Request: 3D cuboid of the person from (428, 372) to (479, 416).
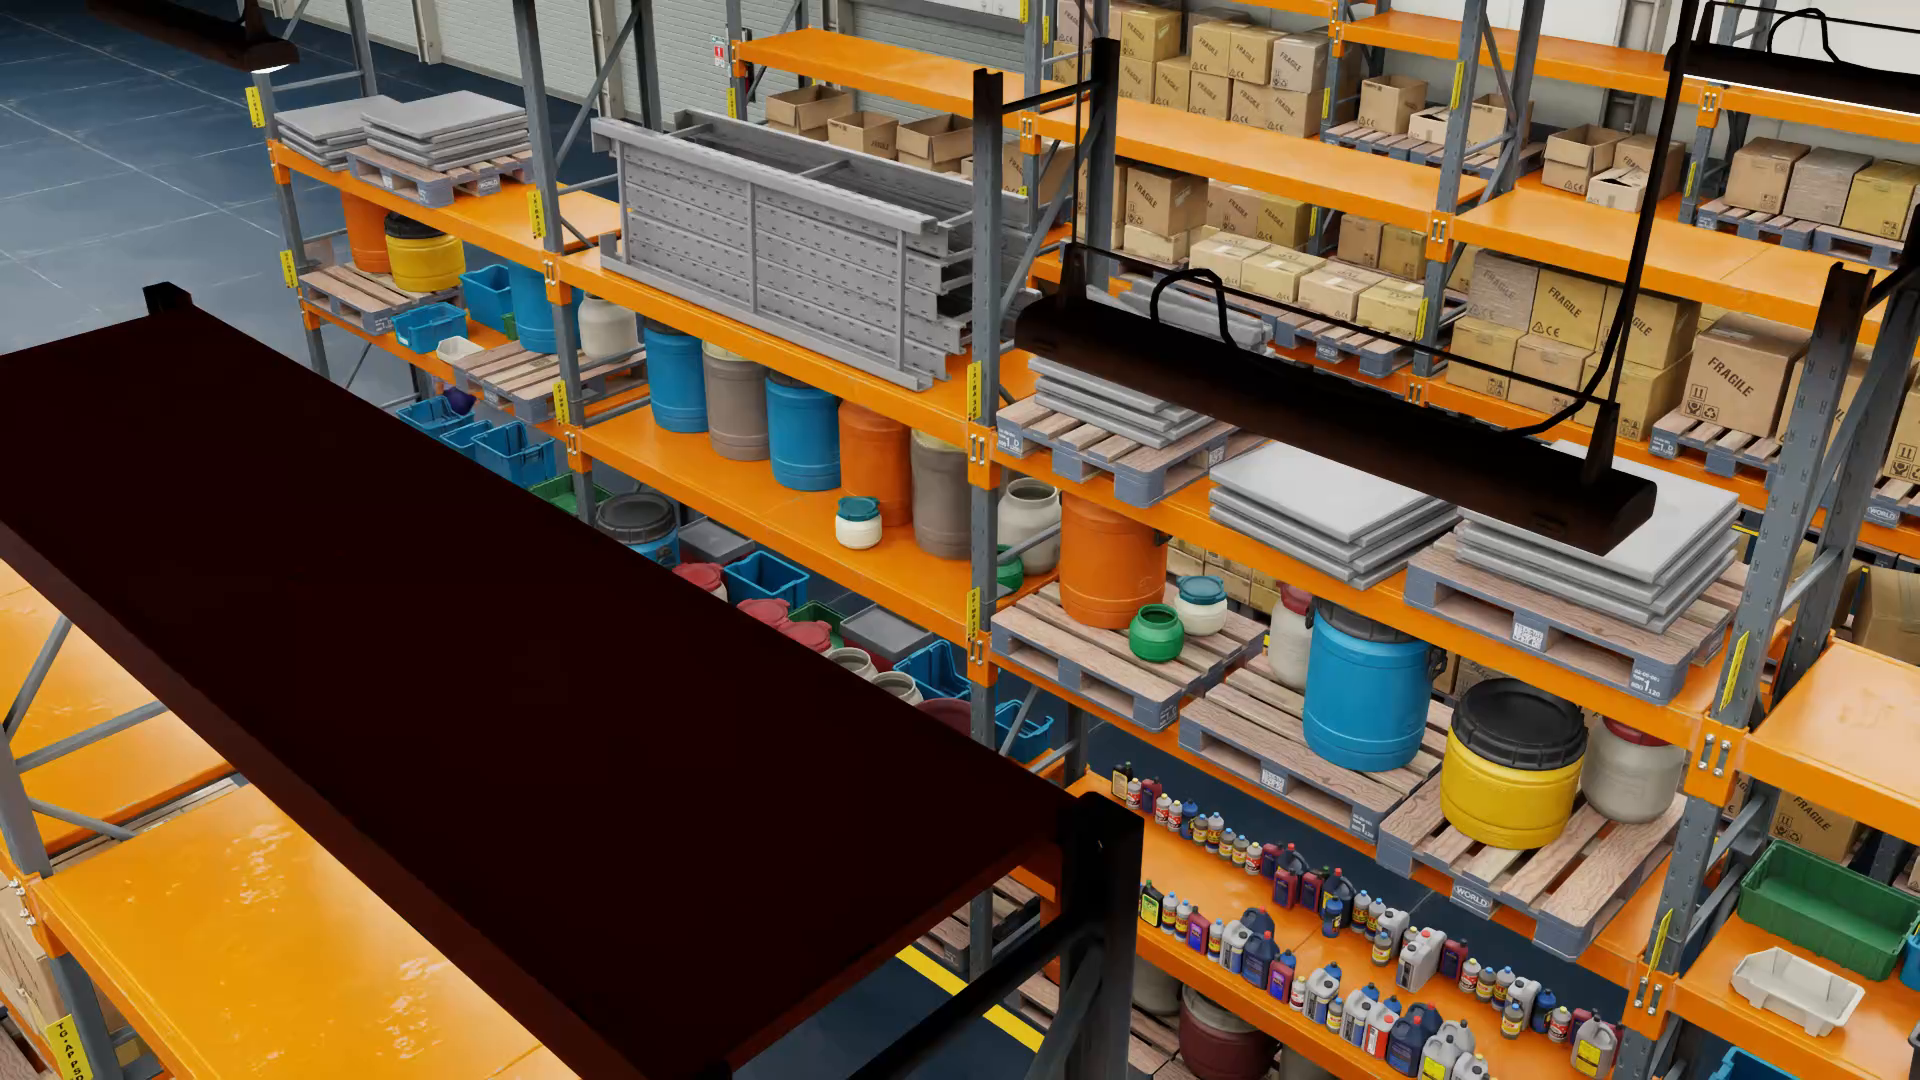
[{"bbox_3d":[-5.182,-1.439,17.175,0.821,1.588,0.514,9,31,15],"label":"person"}]
